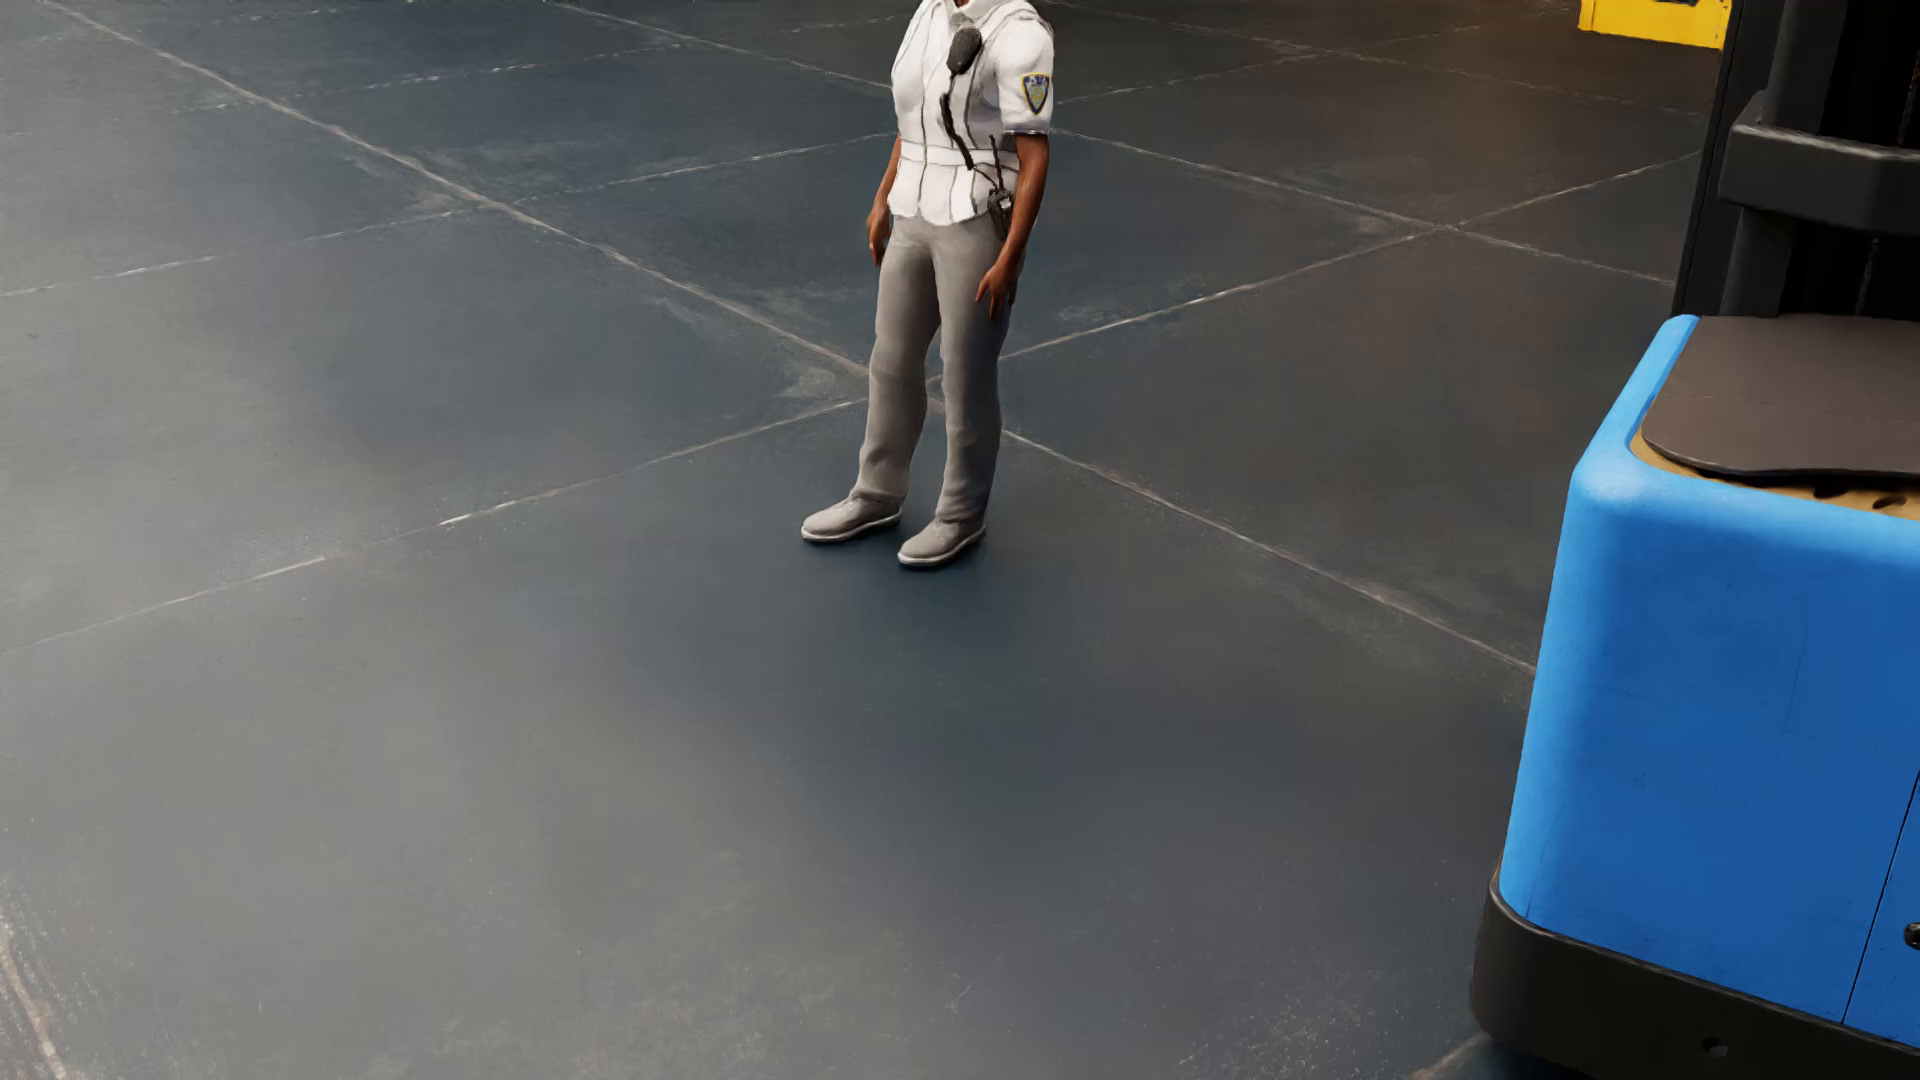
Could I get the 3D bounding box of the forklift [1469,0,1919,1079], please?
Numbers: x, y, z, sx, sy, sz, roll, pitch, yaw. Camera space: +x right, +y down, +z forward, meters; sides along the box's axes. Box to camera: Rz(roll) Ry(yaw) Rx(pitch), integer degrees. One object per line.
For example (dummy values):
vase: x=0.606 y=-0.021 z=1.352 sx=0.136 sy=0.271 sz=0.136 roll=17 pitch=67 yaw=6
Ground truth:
forklift: x=2.023 y=-0.913 z=3.044 sx=1.130 sy=2.935 sz=3.031 roll=14 pitch=30 yaw=27

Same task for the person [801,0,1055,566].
person: x=-0.070 y=-0.751 z=4.092 sx=0.530 sy=1.695 sz=0.570 roll=-20 pitch=33 yaw=-35
